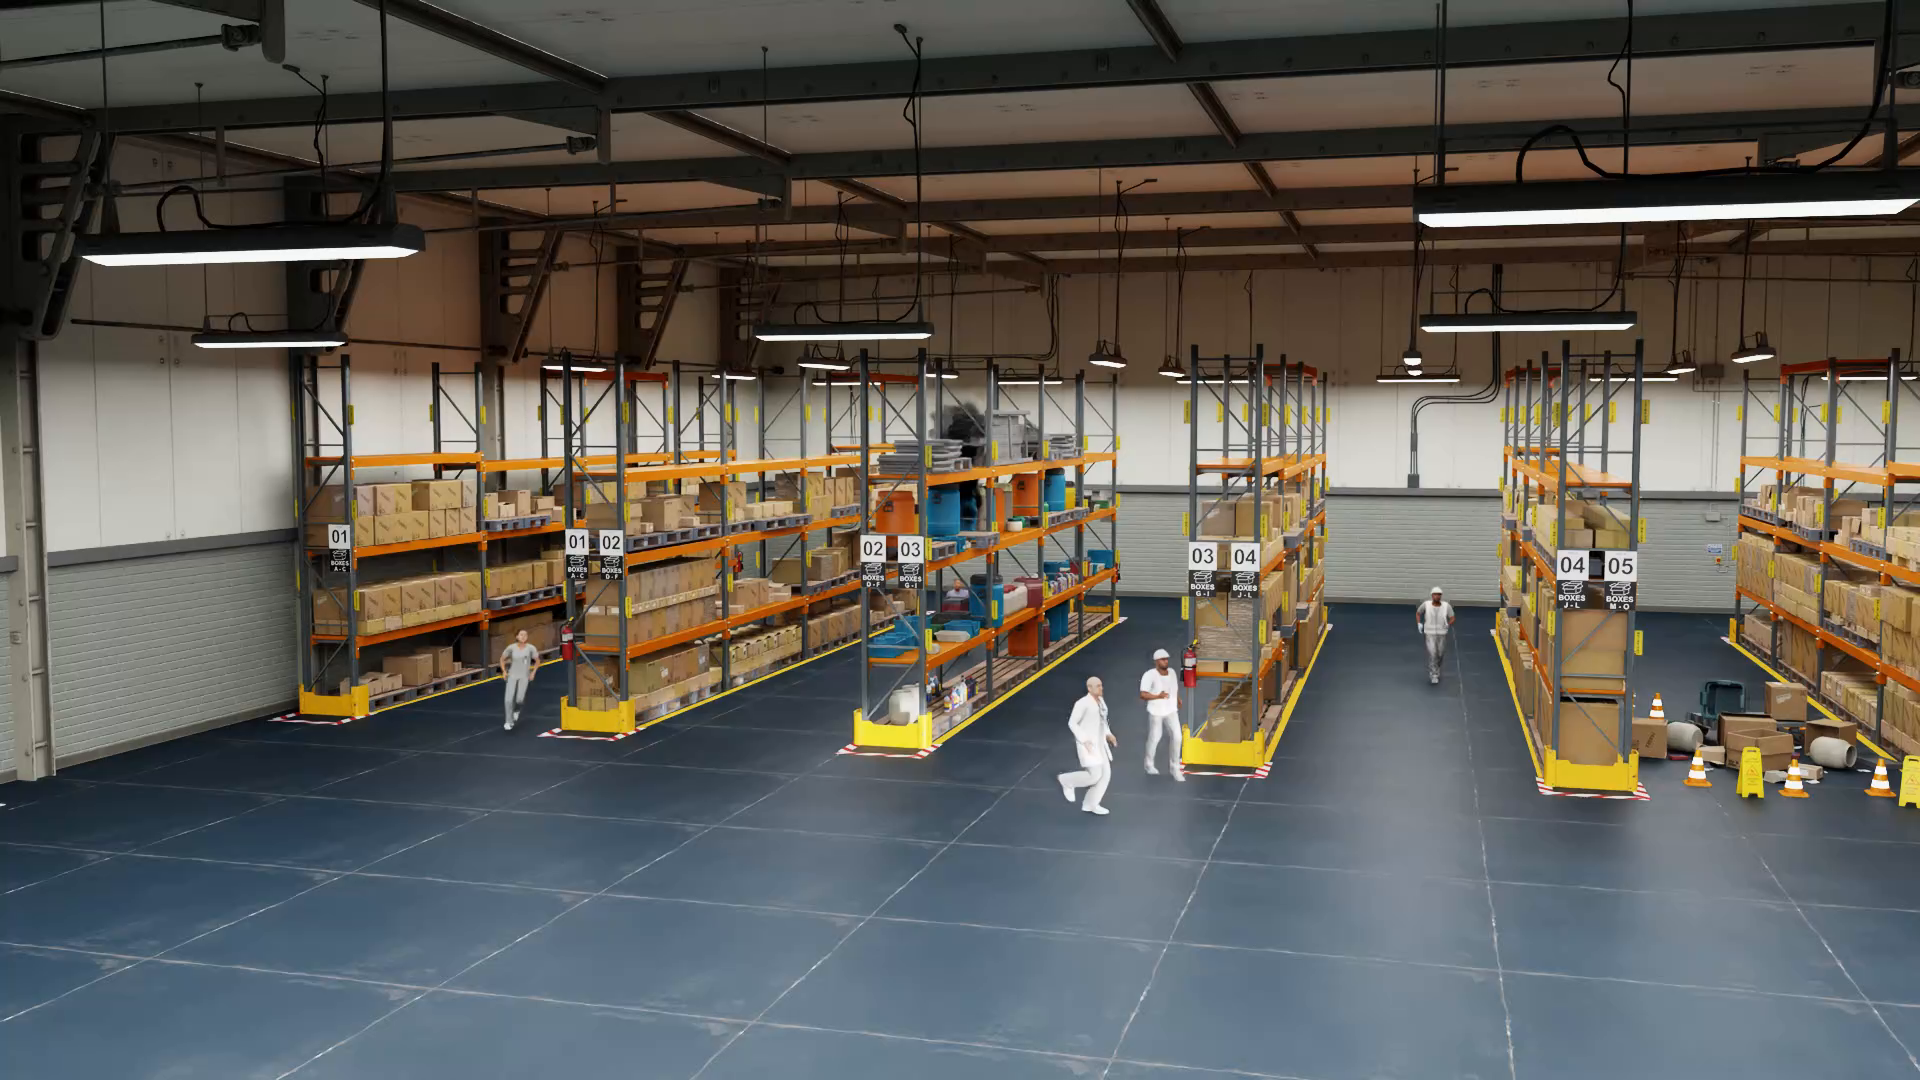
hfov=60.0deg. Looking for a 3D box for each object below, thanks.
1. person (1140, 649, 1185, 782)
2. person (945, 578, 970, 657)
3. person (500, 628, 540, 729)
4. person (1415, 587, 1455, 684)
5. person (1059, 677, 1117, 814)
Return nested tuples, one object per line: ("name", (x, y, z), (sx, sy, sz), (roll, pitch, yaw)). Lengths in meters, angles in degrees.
("person", (2.787, 2.403, 22.860), (0.717, 1.818, 0.723), (-2, 5, -23))
("person", (-0.051, 1.618, 34.432), (0.605, 1.648, 0.645), (1, 4, 14))
("person", (-7.058, 2.226, 26.629), (0.606, 1.604, 0.533), (-1, 4, -10))
("person", (8.922, 1.765, 31.207), (0.705, 1.773, 0.879), (1, 4, 8))
("person", (1.603, 2.574, 20.972), (0.672, 1.727, 0.695), (4, 6, 40))
